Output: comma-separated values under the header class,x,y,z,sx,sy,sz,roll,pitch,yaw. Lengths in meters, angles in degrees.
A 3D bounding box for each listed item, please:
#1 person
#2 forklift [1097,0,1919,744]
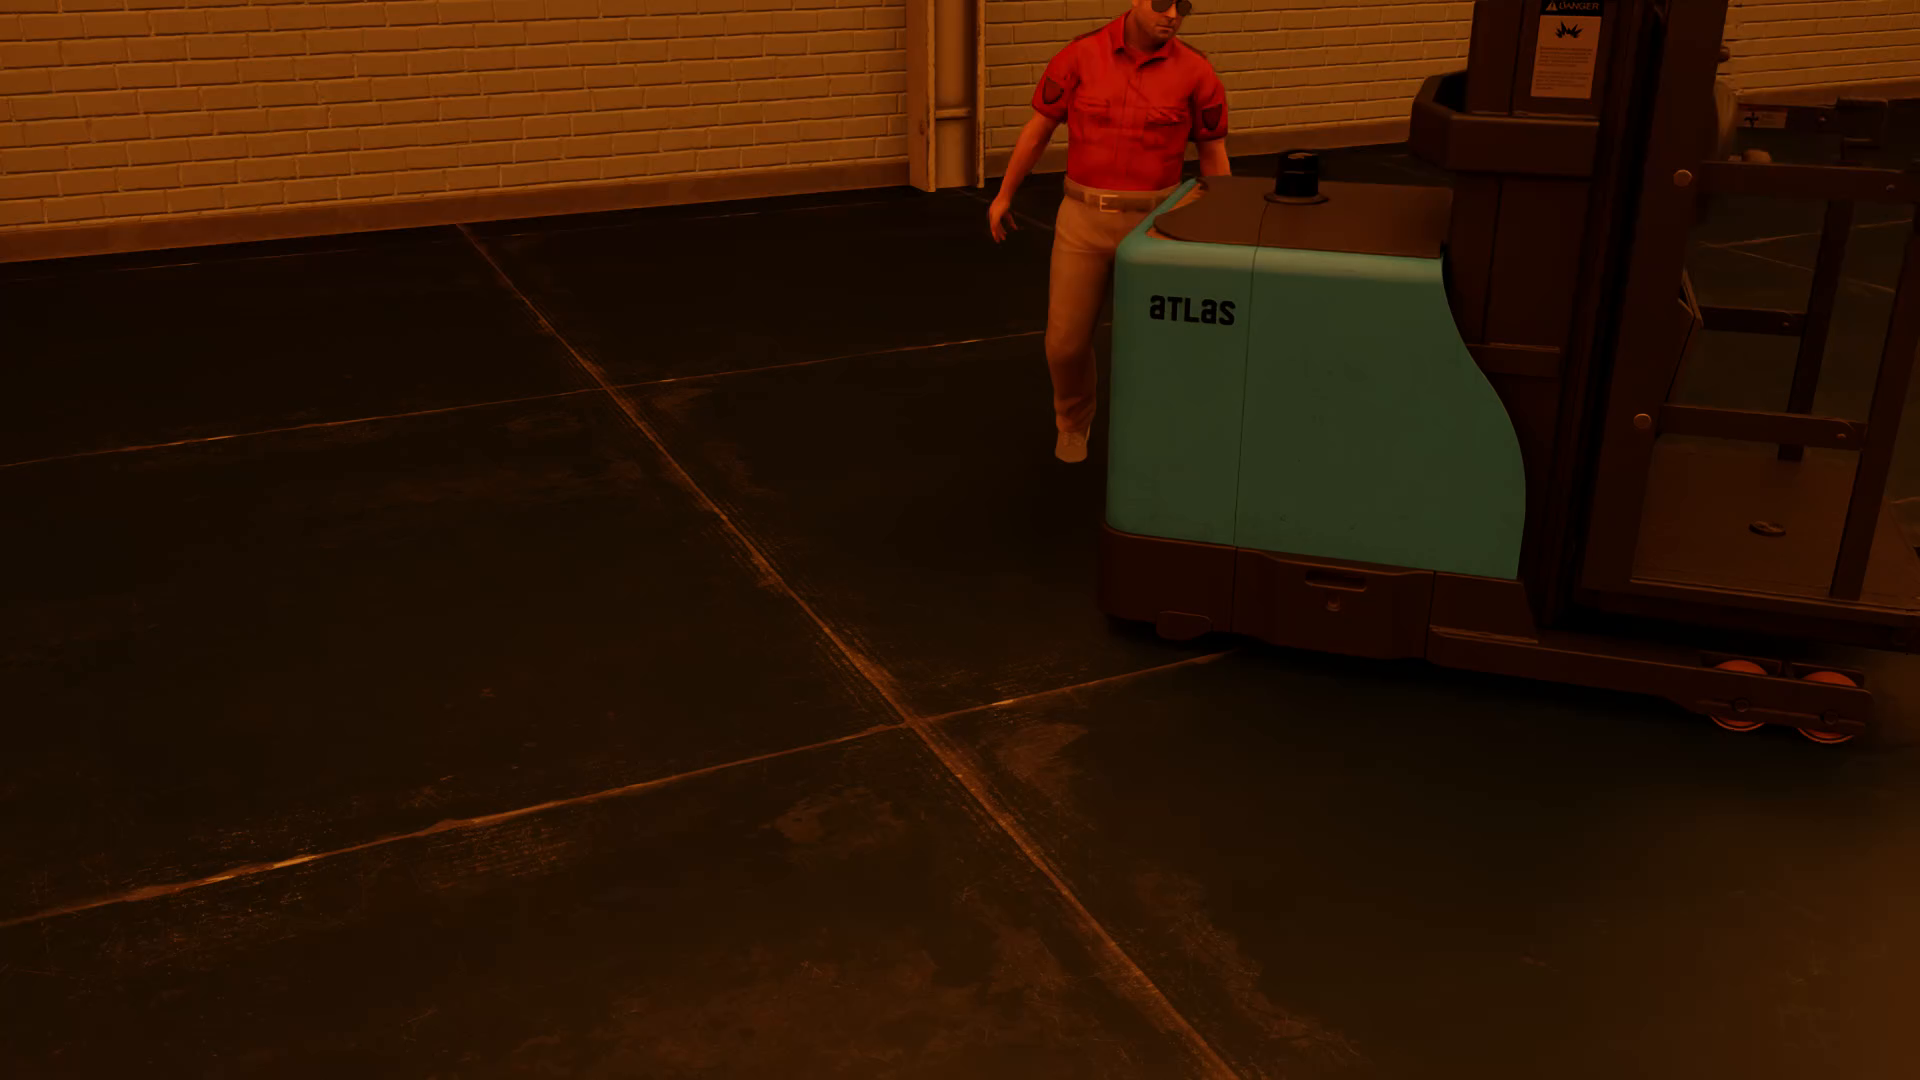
class,x,y,z,sx,sy,sz,roll,pitch,yaw
person,0.529,-1.023,5.473,0.898,1.717,0.478,5,23,11
forklift,1.947,-1.100,3.933,3.031,2.935,1.130,7,24,17
